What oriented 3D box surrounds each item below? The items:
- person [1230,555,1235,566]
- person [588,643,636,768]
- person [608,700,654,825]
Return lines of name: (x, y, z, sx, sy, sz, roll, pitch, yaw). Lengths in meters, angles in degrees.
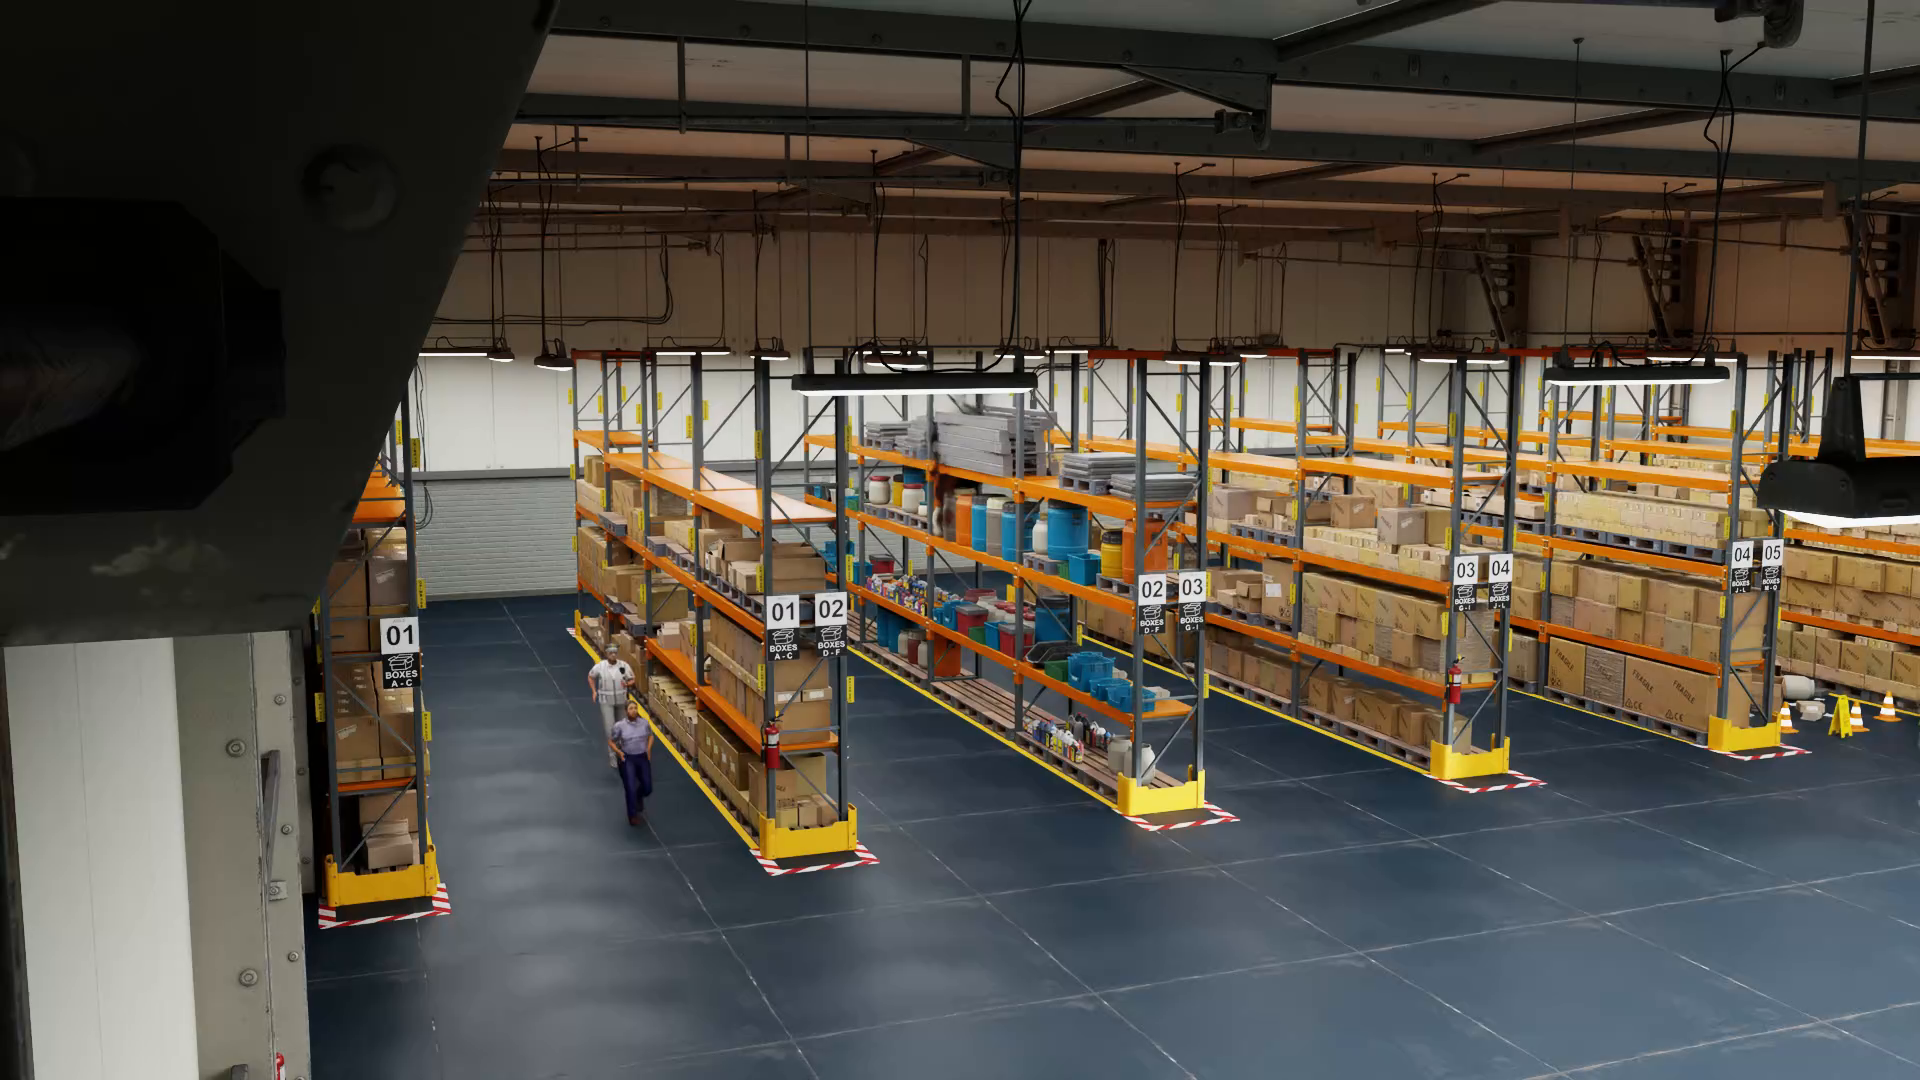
person: (6.734, 0.361, 41.700, 0.513, 1.572, 0.687, 4, 8, 30)
person: (-5.113, 2.385, 24.547, 0.662, 1.763, 0.968, -3, 8, -23)
person: (-4.243, 2.866, 21.566, 0.605, 1.593, 0.558, -3, 8, -26)
